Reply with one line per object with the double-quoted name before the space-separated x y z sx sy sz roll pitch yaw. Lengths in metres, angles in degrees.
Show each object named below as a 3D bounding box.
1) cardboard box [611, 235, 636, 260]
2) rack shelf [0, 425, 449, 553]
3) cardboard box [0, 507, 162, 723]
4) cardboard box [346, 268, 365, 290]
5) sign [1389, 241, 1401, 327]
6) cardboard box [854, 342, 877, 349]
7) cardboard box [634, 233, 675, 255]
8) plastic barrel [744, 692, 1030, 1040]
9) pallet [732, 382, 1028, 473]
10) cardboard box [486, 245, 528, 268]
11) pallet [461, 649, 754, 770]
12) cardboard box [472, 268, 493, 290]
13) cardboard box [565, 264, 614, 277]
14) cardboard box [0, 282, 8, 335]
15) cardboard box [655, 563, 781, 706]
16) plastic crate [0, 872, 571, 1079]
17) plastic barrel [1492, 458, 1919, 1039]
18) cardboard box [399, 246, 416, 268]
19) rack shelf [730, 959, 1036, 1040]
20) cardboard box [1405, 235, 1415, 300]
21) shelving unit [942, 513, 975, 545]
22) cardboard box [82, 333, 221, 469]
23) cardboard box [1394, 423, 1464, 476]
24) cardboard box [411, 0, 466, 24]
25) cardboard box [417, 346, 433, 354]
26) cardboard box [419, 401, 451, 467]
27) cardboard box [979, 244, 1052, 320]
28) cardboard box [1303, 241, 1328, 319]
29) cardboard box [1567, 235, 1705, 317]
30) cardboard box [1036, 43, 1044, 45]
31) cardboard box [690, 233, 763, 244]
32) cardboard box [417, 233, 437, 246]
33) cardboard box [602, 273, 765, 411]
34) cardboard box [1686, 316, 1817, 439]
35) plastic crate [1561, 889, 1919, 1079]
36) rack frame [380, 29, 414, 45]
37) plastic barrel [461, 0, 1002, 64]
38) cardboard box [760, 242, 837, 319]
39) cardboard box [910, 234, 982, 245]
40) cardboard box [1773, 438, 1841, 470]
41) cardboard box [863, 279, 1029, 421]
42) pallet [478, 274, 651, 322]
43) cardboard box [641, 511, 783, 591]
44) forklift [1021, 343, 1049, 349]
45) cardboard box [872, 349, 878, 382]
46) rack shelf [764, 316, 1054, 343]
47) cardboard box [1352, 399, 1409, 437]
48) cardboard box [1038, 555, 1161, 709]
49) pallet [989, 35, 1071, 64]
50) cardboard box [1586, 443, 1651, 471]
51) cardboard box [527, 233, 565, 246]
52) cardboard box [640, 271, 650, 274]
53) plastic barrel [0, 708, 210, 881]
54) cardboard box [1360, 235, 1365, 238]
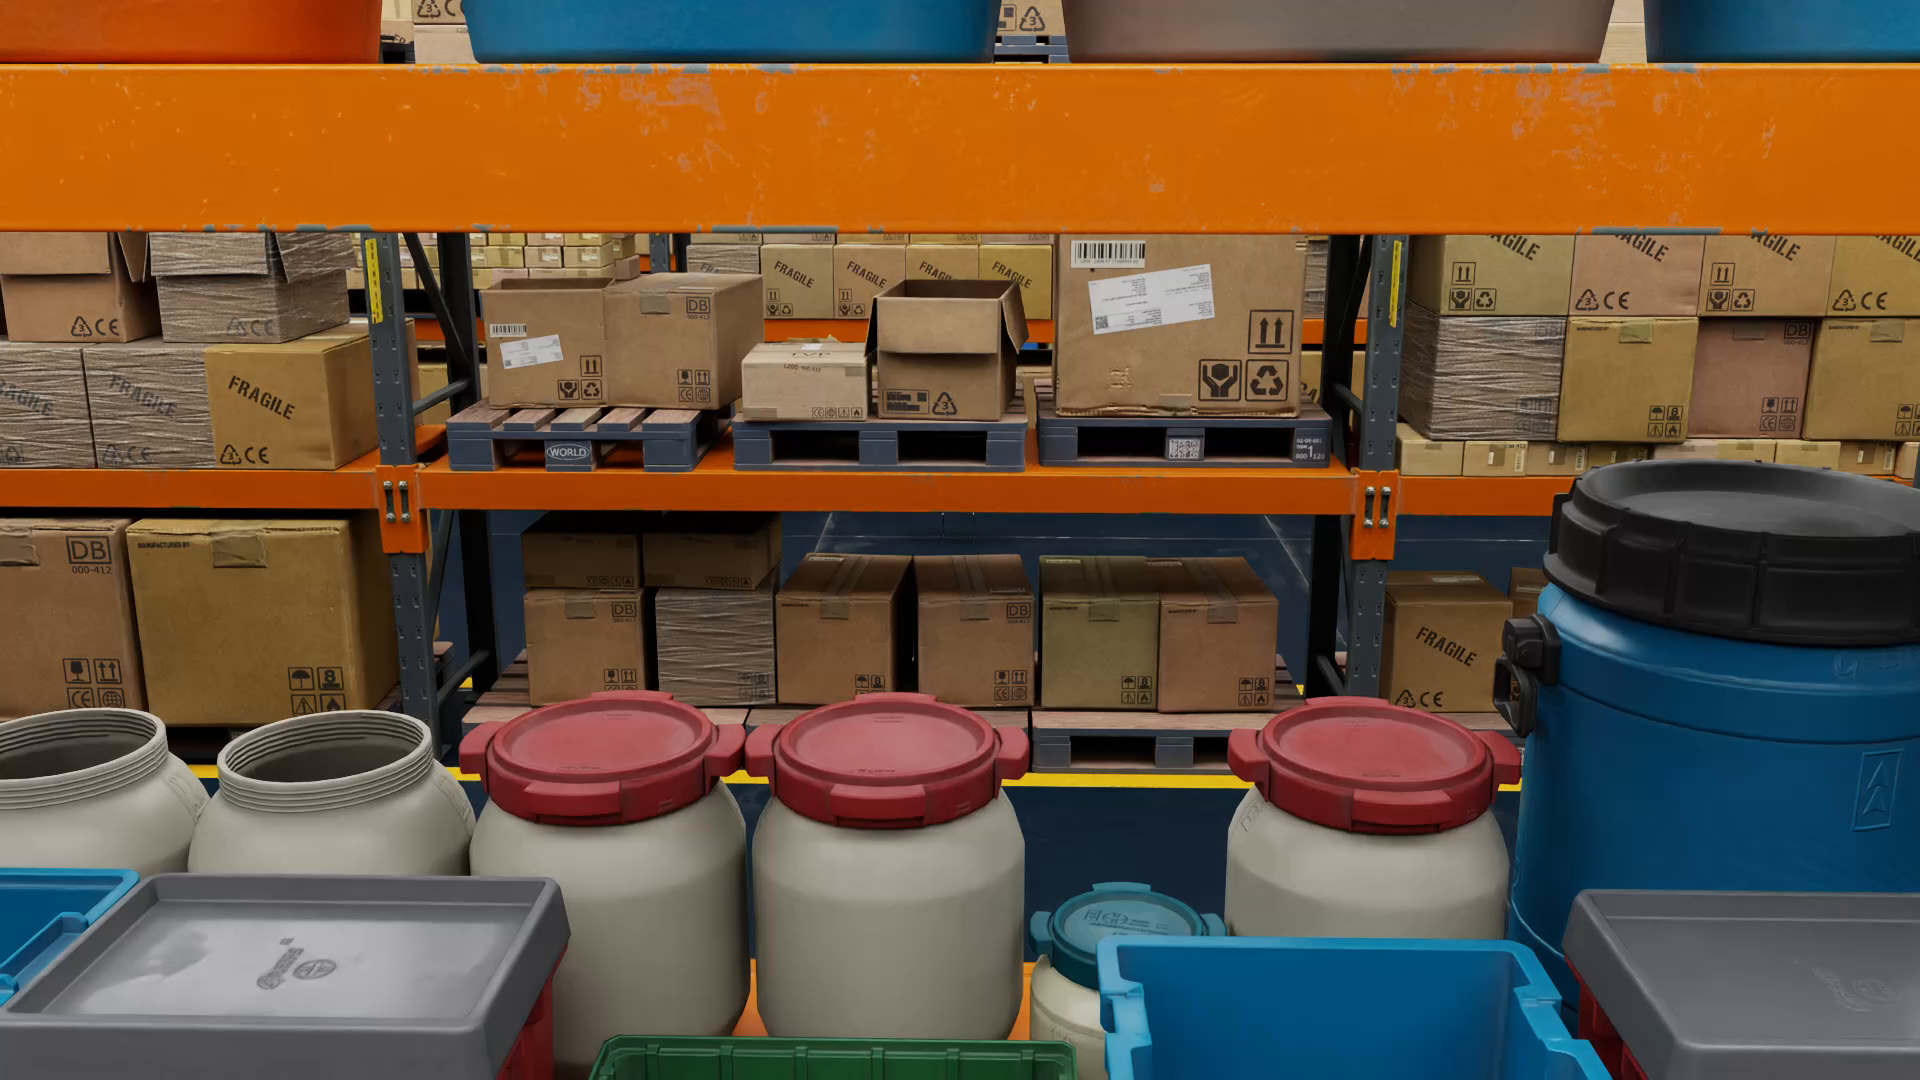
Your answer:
"cardboard box" -2.549 -2.146 12.180 0.250 0.149 0.380 1 15 4
"rack shelf" -4.298 -0.267 7.383 4.000 0.370 1.077 0 15 1
"cardboard box" -3.879 0.205 7.526 0.875 0.875 1.225 0 15 2
"cardboard box" -4.130 -1.844 11.620 0.250 0.149 0.380 0 15 -1
"sign" 1.689 -0.994 6.459 0.005 0.325 0.100 0 15 1
"cardboard box" -0.743 -2.053 17.068 0.625 0.372 0.950 0 15 0
"cardboard box" -3.069 -2.993 16.599 0.500 0.250 0.500 1 15 2
"plastic barrel" -0.111 0.554 2.592 0.433 0.535 0.433 0 15 0
"pallet" -0.319 -0.507 7.257 1.213 0.211 1.003 0 15 1
"cardboard box" -3.106 -1.981 11.555 0.250 0.149 0.380 1 15 3
"pallet" -1.518 0.752 7.577 1.213 0.211 1.003 0 15 1
"cardboard box" -3.330 -1.840 11.603 0.250 0.149 0.380 0 15 1
"cardboard box" -2.576 -1.834 11.580 0.250 0.149 0.380 1 15 2
"cardboard box" -4.351 -1.152 7.164 0.637 0.503 0.797 1 15 3
"cardboard box" -1.074 0.394 7.506 0.500 0.500 0.700 -1 15 -3
"plastic crate" -0.818 0.719 2.110 0.583 0.464 0.402 0 15 1
"plastic barrel" 1.195 0.365 2.594 0.708 0.901 0.600 0 15 1
"cardboard box" -3.866 -1.987 11.576 0.250 0.149 0.380 1 15 3
"rack shelf" -0.426 1.022 2.497 4.000 0.370 1.077 0 15 1
"cardboard box" 2.157 -1.319 7.220 0.500 0.500 0.500 0 15 1
"shelving unit" -0.008 -0.435 10.725 0.210 0.900 0.258 0 15 1
"cardboard box" -3.297 -0.595 7.020 0.500 0.500 0.500 0 15 1
"cardboard box" 1.907 -0.376 6.879 0.250 0.149 0.380 0 15 1
"cardboard box" -1.835 -2.274 6.522 0.500 0.500 0.500 1 15 2
"cardboard box" -4.276 -1.302 12.503 0.500 0.250 0.500 0 15 -1
"cardboard box" -3.784 -0.802 12.076 0.500 0.500 0.500 0 15 -1
"cardboard box" 0.389 -1.830 11.701 0.500 0.500 0.500 1 15 2
"cardboard box" 2.297 -1.913 11.918 0.550 0.550 0.875 0 15 1
"cardboard box" 2.643 -1.181 6.697 0.500 0.500 0.500 0 15 1
"cardboard box" 0.688 -3.421 11.323 0.500 0.250 0.500 0 15 1
"cardboard box" -1.622 -2.393 11.873 0.500 0.500 0.700 0 15 1
"cardboard box" -3.593 -2.130 11.535 0.250 0.149 0.380 0 15 1
"cardboard box" -1.197 -0.882 7.284 0.500 0.500 0.700 3 15 10
"cardboard box" 3.150 -0.760 7.060 0.500 0.500 0.875 0 15 1
"plastic crate" 1.082 0.731 2.064 0.583 0.464 0.402 0 15 1
"rack frame" -2.299 -3.503 6.477 0.127 3.000 1.000 0 15 1
"plastic barrel" -0.248 -0.962 1.744 0.708 0.901 0.600 0 15 1
"cardboard box" -1.121 -1.840 11.739 0.500 0.500 0.500 0 15 1
"cardboard box" -0.093 -2.384 11.838 0.500 0.500 0.700 0 15 1
"cardboard box" 3.407 -0.370 6.855 0.250 0.149 0.380 0 15 1
"cardboard box" -0.035 -0.817 7.030 0.637 0.503 0.797 2 15 7
"pallet" -2.786 -1.751 11.973 1.003 0.211 1.213 0 15 1
"cardboard box" -1.098 0.029 7.418 0.500 0.250 0.500 2 15 8
"forklift" 0.349 -2.674 15.230 1.130 2.935 3.031 4 15 16
"cardboard box" -0.590 -0.950 12.147 0.750 0.750 1.050 1 15 2
"rack shelf" -0.072 -1.505 12.076 4.000 0.370 1.077 0 15 1
"cardboard box" 1.922 -0.528 7.454 0.250 0.149 0.380 0 15 1
"cardboard box" 0.610 0.403 7.472 0.500 0.500 0.700 0 15 1
"pallet" 0.049 -1.973 6.925 1.003 0.211 1.213 0 15 1
"cardboard box" 2.658 -0.378 6.884 0.250 0.149 0.380 0 15 1
"cardboard box" -2.824 -2.124 11.514 0.250 0.149 0.380 0 15 1
"cardboard box" -3.626 -2.338 17.162 0.875 0.875 0.875 1 15 2
"plastic barrel" -1.391 0.559 2.621 0.421 0.512 0.421 0 15 0
"cardboard box" 2.848 -2.450 11.834 0.550 0.550 0.875 0 15 1
